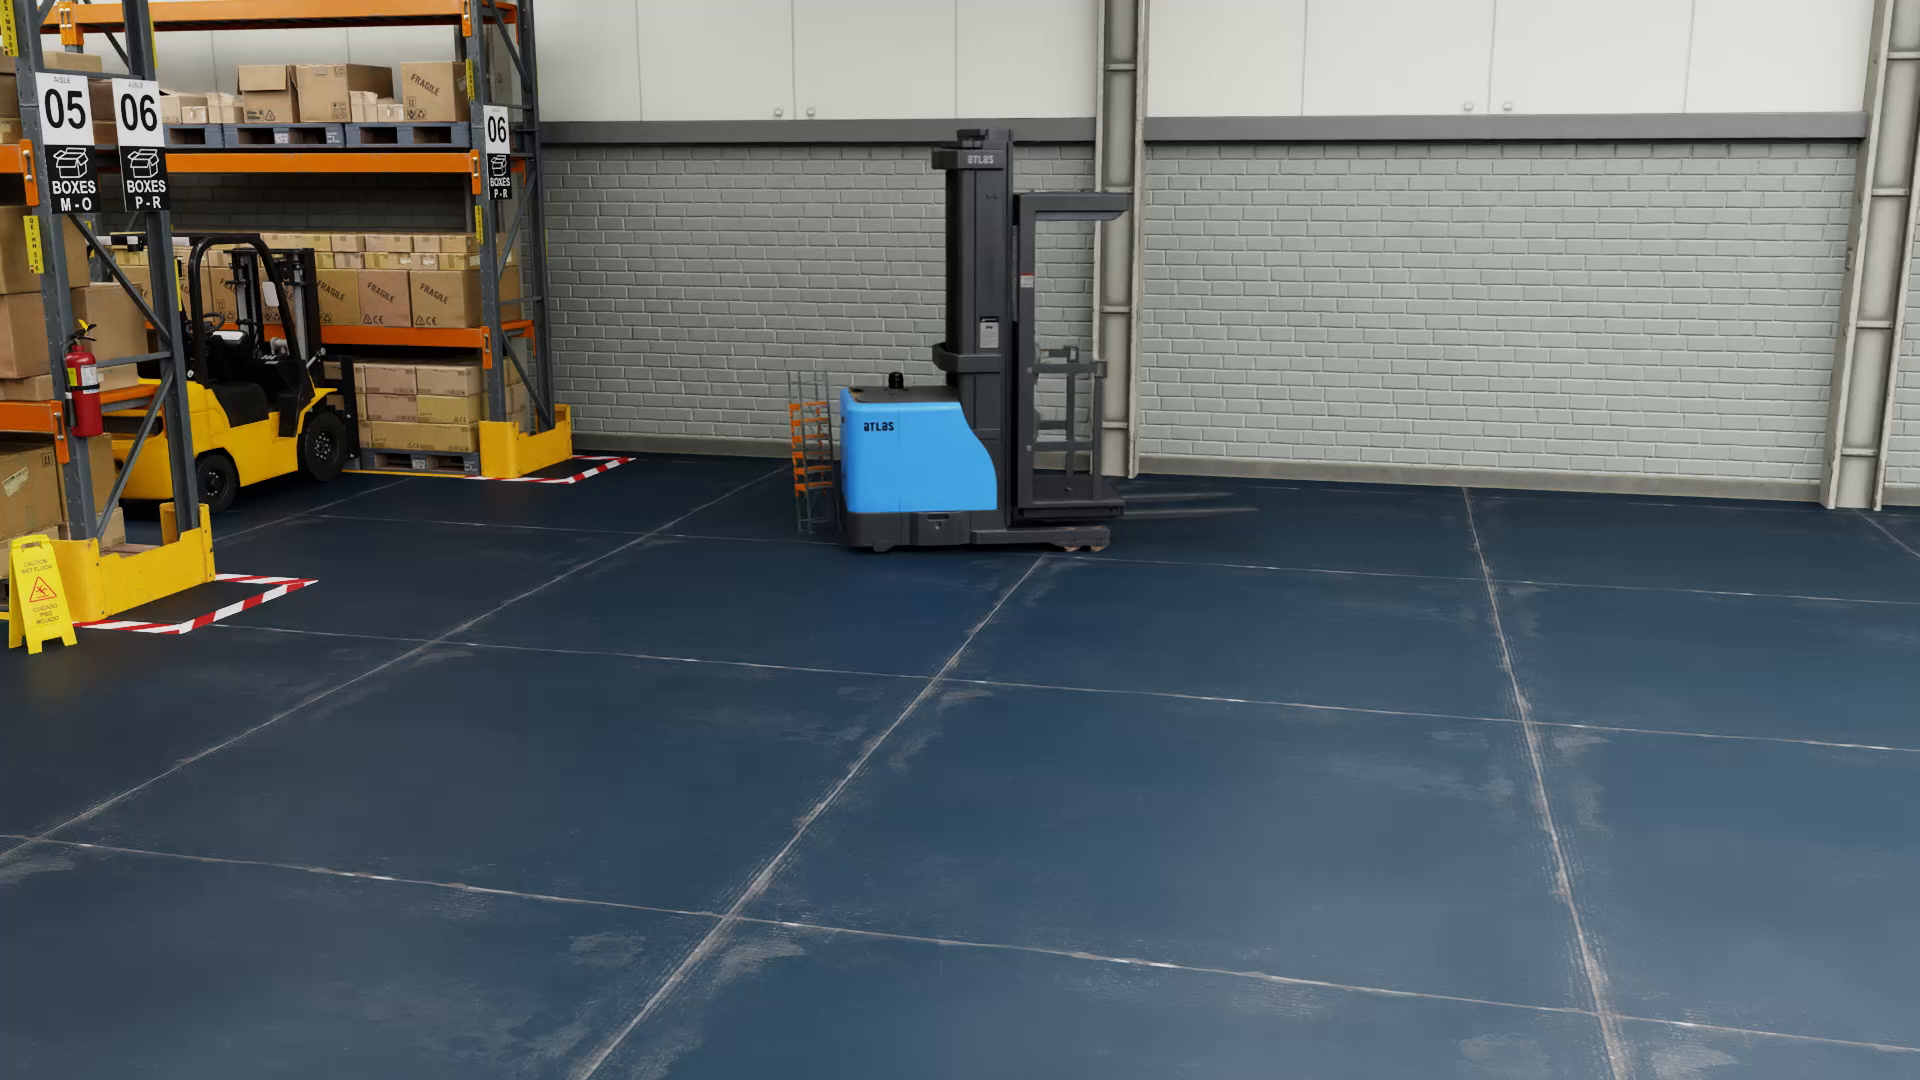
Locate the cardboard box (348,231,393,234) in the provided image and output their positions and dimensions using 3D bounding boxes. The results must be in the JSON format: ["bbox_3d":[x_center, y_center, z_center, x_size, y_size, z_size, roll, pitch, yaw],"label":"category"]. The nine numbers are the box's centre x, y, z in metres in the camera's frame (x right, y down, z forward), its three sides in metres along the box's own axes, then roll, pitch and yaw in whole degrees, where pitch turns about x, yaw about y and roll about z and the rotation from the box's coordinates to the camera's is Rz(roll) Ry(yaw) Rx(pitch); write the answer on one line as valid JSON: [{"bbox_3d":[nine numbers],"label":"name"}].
[{"bbox_3d":[-5.494,-2.801,15.517,0.250,0.149,0.380,3,13,12],"label":"cardboard box"}]

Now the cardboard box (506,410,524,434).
[{"bbox_3d":[-4.414,-1.067,15.495,0.500,0.250,0.500,3,13,14],"label":"cardboard box"}]

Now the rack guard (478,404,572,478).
[{"bbox_3d":[-3.960,-0.916,15.208,0.348,0.500,1.175,3,13,14],"label":"rack guard"}]

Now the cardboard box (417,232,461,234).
[{"bbox_3d":[-4.764,-2.742,15.252,0.250,0.149,0.380,3,13,15],"label":"cardboard box"}]

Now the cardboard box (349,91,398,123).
[{"bbox_3d":[-5.107,-3.782,14.541,0.258,0.266,0.396,3,13,14],"label":"cardboard box"}]

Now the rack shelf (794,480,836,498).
[{"bbox_3d":[-1.083,-0.382,12.453,0.258,0.103,0.180,-7,8,-30],"label":"rack shelf"}]

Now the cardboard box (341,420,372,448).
[{"bbox_3d":[-5.480,-1.014,15.257,0.500,0.250,0.500,3,13,14],"label":"cardboard box"}]

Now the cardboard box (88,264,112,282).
[{"bbox_3d":[-8.405,-2.488,15.713,0.500,0.250,0.500,3,13,12],"label":"cardboard box"}]

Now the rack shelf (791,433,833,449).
[{"bbox_3d":[-1.104,-0.738,12.411,0.258,0.103,0.180,-7,8,-30],"label":"rack shelf"}]

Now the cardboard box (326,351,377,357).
[{"bbox_3d":[-5.870,-1.634,15.746,0.500,0.250,0.500,3,13,12],"label":"cardboard box"}]

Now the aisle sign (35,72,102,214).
[{"bbox_3d":[-5.179,-2.298,9.666,0.004,0.787,0.394,3,13,14],"label":"aisle sign"}]

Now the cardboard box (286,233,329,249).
[{"bbox_3d":[-5.873,-2.701,15.067,0.250,0.149,0.380,3,13,14],"label":"cardboard box"}]

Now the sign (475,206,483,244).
[{"bbox_3d":[-4.127,-2.705,14.281,0.005,0.325,0.100,3,13,14],"label":"sign"}]

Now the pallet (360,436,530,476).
[{"bbox_3d":[-4.736,-0.807,15.384,1.213,0.211,1.003,3,13,14],"label":"pallet"}]

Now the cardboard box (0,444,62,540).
[{"bbox_3d":[-6.010,-0.309,10.349,0.500,0.500,0.500,3,13,14],"label":"cardboard box"}]

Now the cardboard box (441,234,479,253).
[{"bbox_3d":[-4.382,-2.623,14.714,0.250,0.149,0.380,3,13,14],"label":"cardboard box"}]

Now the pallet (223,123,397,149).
[{"bbox_3d":[-5.852,-3.664,15.101,1.213,0.211,1.003,3,13,14],"label":"pallet"}]

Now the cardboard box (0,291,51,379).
[{"bbox_3d":[-5.762,-1.258,10.060,0.500,0.500,0.500,3,13,13],"label":"cardboard box"}]

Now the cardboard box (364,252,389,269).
[{"bbox_3d":[-5.118,-2.511,14.896,0.250,0.149,0.380,3,13,13],"label":"cardboard box"}]

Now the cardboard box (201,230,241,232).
[{"bbox_3d":[-6.991,-2.870,15.830,0.250,0.149,0.380,3,13,13],"label":"cardboard box"}]

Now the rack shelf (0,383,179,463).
[{"bbox_3d":[-7.111,-0.846,10.783,4.000,0.370,1.077,3,13,14],"label":"rack shelf"}]

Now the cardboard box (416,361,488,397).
[{"bbox_3d":[-4.505,-1.447,14.899,0.500,0.250,0.500,4,13,15],"label":"cardboard box"}]

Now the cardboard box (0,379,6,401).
[{"bbox_3d":[-5.856,-0.935,10.103,0.250,0.149,0.380,3,13,13],"label":"cardboard box"}]

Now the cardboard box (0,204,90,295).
[{"bbox_3d":[-5.718,-1.756,9.998,0.500,0.500,0.700,3,13,12],"label":"cardboard box"}]

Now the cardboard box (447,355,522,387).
[{"bbox_3d":[-4.405,-1.553,15.379,0.500,0.250,0.500,3,13,13],"label":"cardboard box"}]

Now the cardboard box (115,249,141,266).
[{"bbox_3d":[-7.621,-2.639,15.474,0.250,0.149,0.380,3,13,13],"label":"cardboard box"}]

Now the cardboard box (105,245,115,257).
[{"bbox_3d":[-8.157,-2.774,16.083,0.250,0.149,0.380,3,13,12],"label":"cardboard box"}]

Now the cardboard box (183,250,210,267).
[{"bbox_3d":[-6.888,-2.590,15.252,0.250,0.149,0.380,3,13,15],"label":"cardboard box"}]

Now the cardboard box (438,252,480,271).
[{"bbox_3d":[-4.387,-2.462,14.677,0.250,0.149,0.380,3,13,14],"label":"cardboard box"}]

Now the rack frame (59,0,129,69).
[{"bbox_3d":[-7.867,-5.274,15.229,0.127,3.000,1.000,3,13,14],"label":"rack frame"}]

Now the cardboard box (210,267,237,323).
[{"bbox_3d":[-6.497,-2.266,15.293,0.500,0.500,0.500,3,13,13],"label":"cardboard box"}]

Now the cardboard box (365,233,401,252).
[{"bbox_3d":[-5.113,-2.665,14.906,0.250,0.149,0.380,3,13,14],"label":"cardboard box"}]

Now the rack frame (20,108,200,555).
[{"bbox_3d":[-5.169,-1.094,10.237,0.127,3.000,1.000,3,13,14],"label":"rack frame"}]

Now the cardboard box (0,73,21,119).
[{"bbox_3d":[-5.731,-2.600,9.761,0.500,0.250,0.500,3,13,13],"label":"cardboard box"}]

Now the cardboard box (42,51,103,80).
[{"bbox_3d":[-5.465,-2.886,10.130,0.250,0.149,0.380,3,13,13],"label":"cardboard box"}]

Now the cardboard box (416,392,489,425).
[{"bbox_3d":[-4.531,-1.204,14.959,0.500,0.250,0.500,3,13,13],"label":"cardboard box"}]

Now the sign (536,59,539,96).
[{"bbox_3d":[-3.845,-4.184,15.039,0.005,0.325,0.100,3,13,14],"label":"sign"}]

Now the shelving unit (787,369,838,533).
[{"bbox_3d":[-1.099,-0.664,12.420,0.258,1.200,0.189,-7,8,-30],"label":"shelving unit"}]

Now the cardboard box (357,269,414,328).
[{"bbox_3d":[-5.026,-2.186,14.928,0.500,0.500,0.500,3,13,15],"label":"cardboard box"}]

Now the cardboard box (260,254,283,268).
[{"bbox_3d":[-6.124,-2.554,15.093,0.250,0.149,0.380,3,13,12],"label":"cardboard box"}]

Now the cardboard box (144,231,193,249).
[{"bbox_3d":[-7.349,-2.786,15.451,0.250,0.149,0.380,3,13,14],"label":"cardboard box"}]

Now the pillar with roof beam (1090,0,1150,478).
[{"bbox_3d":[0.350,-4.075,9.826,0.400,9.000,9.100,3,13,14],"label":"pillar with roof beam"}]

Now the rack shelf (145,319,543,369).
[{"bbox_3d":[-5.925,-1.890,15.489,4.000,0.370,1.077,3,13,14],"label":"rack shelf"}]

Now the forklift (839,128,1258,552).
[{"bbox_3d":[0.645,-1.465,12.071,3.031,2.935,1.130,-2,13,-7],"label":"forklift"}]

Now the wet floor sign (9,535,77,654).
[{"bbox_3d":[-5.241,0.291,9.434,0.232,0.644,0.267,8,15,33],"label":"wet floor sign"}]

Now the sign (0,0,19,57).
[{"bbox_3d":[-5.322,-2.875,9.295,0.005,0.325,0.100,3,13,14],"label":"sign"}]

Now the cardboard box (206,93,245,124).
[{"bbox_3d":[-6.499,-3.857,14.877,0.258,0.266,0.396,3,13,12],"label":"cardboard box"}]

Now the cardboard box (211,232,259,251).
[{"bbox_3d":[-6.620,-2.728,15.190,0.250,0.149,0.380,3,13,13],"label":"cardboard box"}]

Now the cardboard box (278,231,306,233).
[{"bbox_3d":[-6.249,-2.830,15.647,0.250,0.149,0.380,3,13,13],"label":"cardboard box"}]

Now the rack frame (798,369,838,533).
[{"bbox_3d":[-1.053,-0.657,12.341,0.240,1.200,0.006,-7,8,-30],"label":"rack frame"}]
